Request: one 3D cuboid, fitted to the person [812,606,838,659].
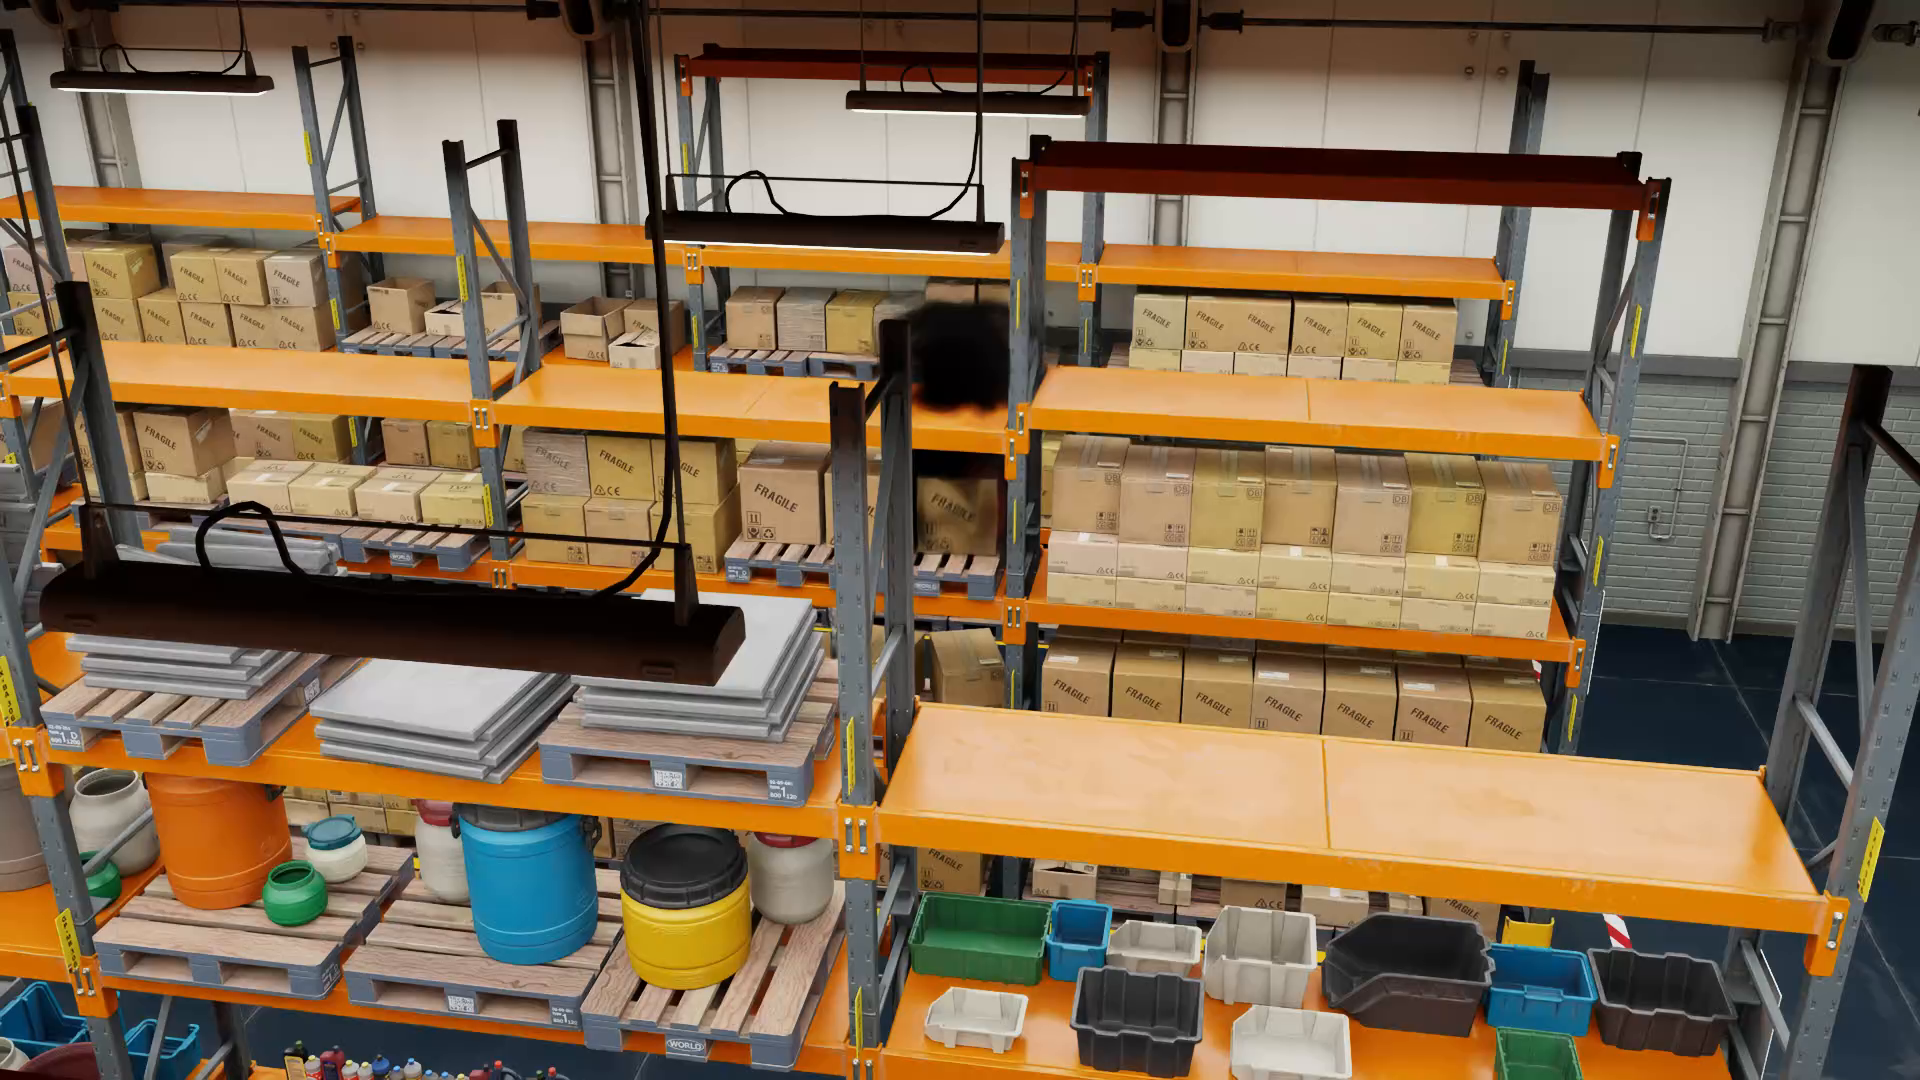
[{"bbox_3d":[-1.050,0.938,15.969,0.861,1.736,0.534,3,23,8],"label":"person"}]
